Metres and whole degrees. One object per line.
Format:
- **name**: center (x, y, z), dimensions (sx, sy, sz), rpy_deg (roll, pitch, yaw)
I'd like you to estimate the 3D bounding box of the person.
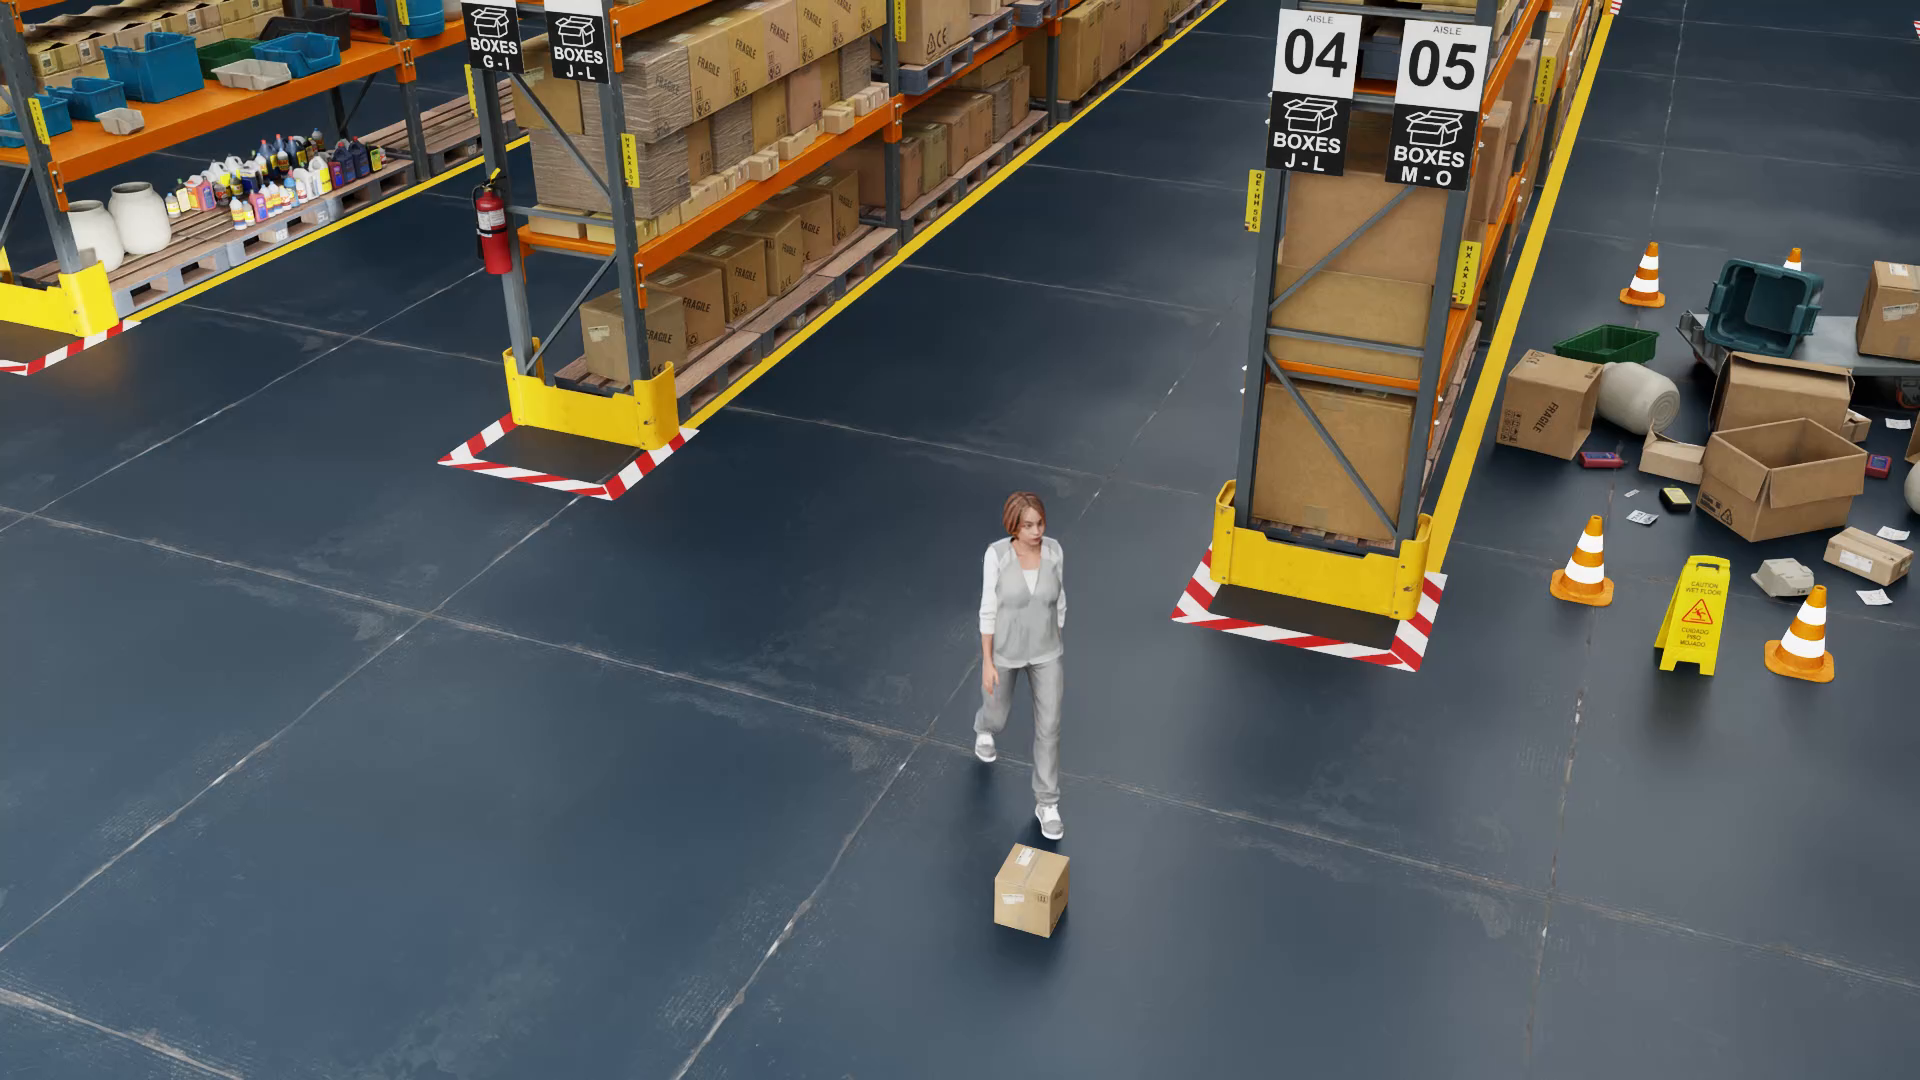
- **person**: center (0.290, 0.516, 7.486), dimensions (0.411, 1.564, 0.793), rpy_deg (-4, 30, -7)
